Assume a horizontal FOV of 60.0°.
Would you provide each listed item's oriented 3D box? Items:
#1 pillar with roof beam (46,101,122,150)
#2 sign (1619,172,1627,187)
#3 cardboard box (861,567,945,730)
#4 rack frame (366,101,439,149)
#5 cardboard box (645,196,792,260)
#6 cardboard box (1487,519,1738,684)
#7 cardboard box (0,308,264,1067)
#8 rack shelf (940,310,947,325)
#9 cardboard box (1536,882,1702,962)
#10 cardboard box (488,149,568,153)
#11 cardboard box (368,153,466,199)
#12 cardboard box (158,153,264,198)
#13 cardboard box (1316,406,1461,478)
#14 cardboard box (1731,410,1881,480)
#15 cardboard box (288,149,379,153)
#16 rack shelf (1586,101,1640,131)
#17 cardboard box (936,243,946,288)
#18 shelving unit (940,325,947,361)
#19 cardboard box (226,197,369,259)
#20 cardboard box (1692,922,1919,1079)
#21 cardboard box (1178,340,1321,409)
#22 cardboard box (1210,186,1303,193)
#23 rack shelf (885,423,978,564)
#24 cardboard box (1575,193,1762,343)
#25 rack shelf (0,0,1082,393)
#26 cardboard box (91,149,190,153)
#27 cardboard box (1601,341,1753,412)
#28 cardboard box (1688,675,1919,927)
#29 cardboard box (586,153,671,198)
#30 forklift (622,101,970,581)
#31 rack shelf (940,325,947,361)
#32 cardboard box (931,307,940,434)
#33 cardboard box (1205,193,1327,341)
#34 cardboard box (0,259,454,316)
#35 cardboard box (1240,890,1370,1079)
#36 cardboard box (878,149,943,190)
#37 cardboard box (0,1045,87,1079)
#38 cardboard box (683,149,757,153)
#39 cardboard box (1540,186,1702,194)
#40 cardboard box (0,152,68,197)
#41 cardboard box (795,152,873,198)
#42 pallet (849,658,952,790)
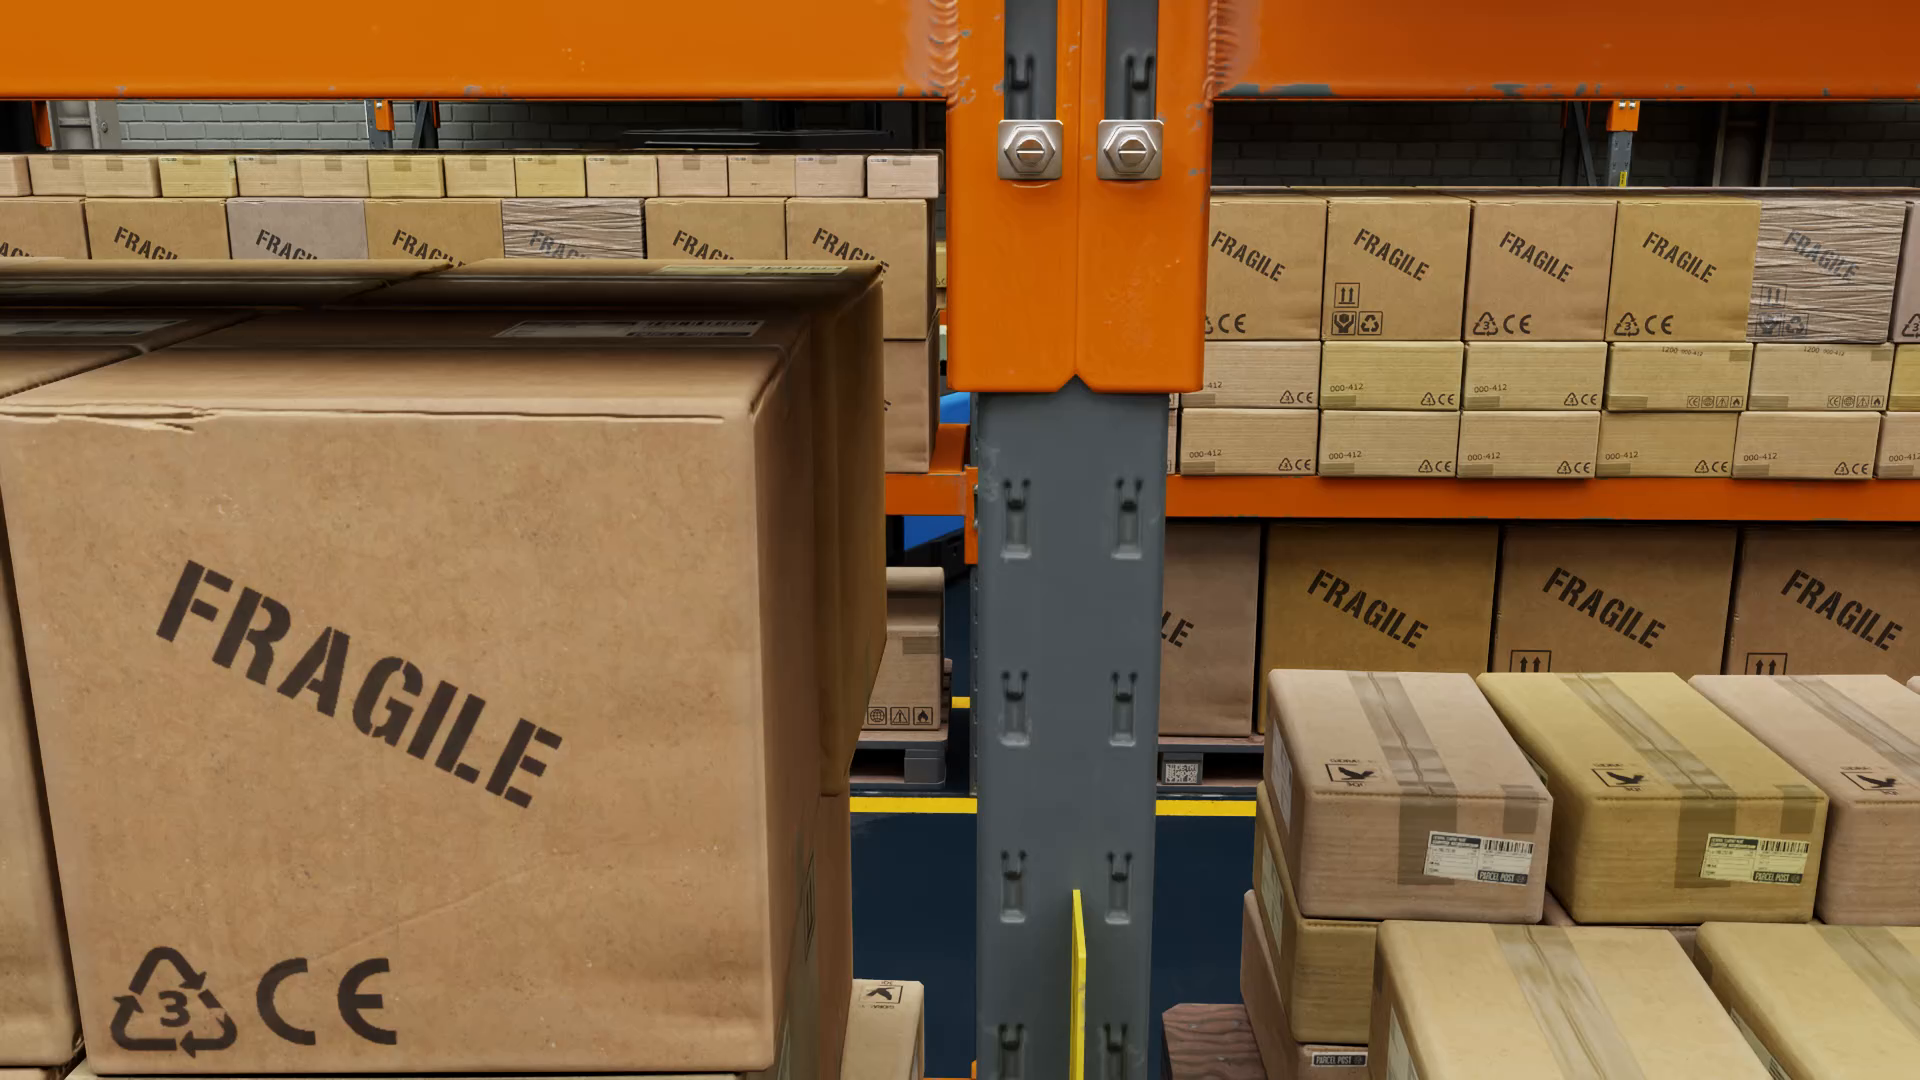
[{"bbox_3d":[-6.545,-3.908,7.513,0.400,9.000,9.100,0,15,1],"label":"pillar with roof beam"},{"bbox_3d":[4.231,-2.189,10.642,0.005,0.325,0.100,0,15,1],"label":"sign"},{"bbox_3d":[-0.512,0.438,6.997,0.875,0.438,0.875,0,15,1],"label":"cardboard box"},{"bbox_3d":[-3.762,-1.858,11.502,0.127,3.000,1.000,0,15,1],"label":"rack frame"},{"bbox_3d":[-0.872,-1.036,6.230,0.500,0.500,0.500,0,15,1],"label":"cardboard box"},{"bbox_3d":[2.532,0.252,6.847,0.875,0.875,0.875,1,15,2],"label":"cardboard box"},{"bbox_3d":[-0.906,0.085,1.397,0.500,0.500,0.500,0,15,0],"label":"cardboard box"},{"bbox_3d":[-1.763,-1.497,11.544,4.000,0.370,1.077,0,15,1],"label":"rack shelf"},{"bbox_3d":[0.754,0.425,1.934,0.250,0.149,0.380,0,15,2],"label":"cardboard box"},{"bbox_3d":[-1.718,-1.494,6.696,0.250,0.149,0.380,0,15,2],"label":"cardboard box"},{"bbox_3d":[-1.988,-1.344,6.125,0.250,0.149,0.380,0,15,0],"label":"cardboard box"},{"bbox_3d":[-2.753,-1.353,6.160,0.250,0.149,0.380,0,15,0],"label":"cardboard box"},{"bbox_3d":[1.576,-0.413,6.319,0.500,0.250,0.500,0,15,1],"label":"cardboard box"},{"bbox_3d":[3.089,-0.404,6.284,0.500,0.250,0.500,1,15,2],"label":"cardboard box"},{"bbox_3d":[-2.497,-1.478,6.636,0.250,0.149,0.380,0,15,1],"label":"cardboard box"},{"bbox_3d":[6.234,-2.895,10.964,4.000,0.370,1.077,0,15,1],"label":"rack shelf"},{"bbox_3d":[-0.279,-1.844,11.161,0.500,0.250,0.500,1,15,3],"label":"cardboard box"},{"bbox_3d":[0.078,-0.741,10.209,0.755,1.500,0.431,2,15,6],"label":"shelving unit"},{"bbox_3d":[-2.381,-1.045,6.265,0.500,0.500,0.500,0,15,1],"label":"cardboard box"},{"bbox_3d":[0.749,0.448,1.265,0.250,0.149,0.380,1,15,3],"label":"cardboard box"},{"bbox_3d":[1.068,-0.664,6.291,0.500,0.250,0.500,1,15,2],"label":"cardboard box"},{"bbox_3d":[1.084,-1.157,6.691,0.500,0.500,0.500,1,15,3],"label":"cardboard box"},{"bbox_3d":[-1.886,-0.231,6.746,4.000,0.370,1.077,0,15,1],"label":"rack shelf"},{"bbox_3d":[2.579,-1.014,6.149,0.500,0.500,0.500,0,15,1],"label":"cardboard box"},{"bbox_3d":[-1.911,-0.418,1.576,4.000,0.370,1.077,0,15,1],"label":"rack shelf"},{"bbox_3d":[-3.267,-1.491,6.682,0.250,0.149,0.380,1,15,2],"label":"cardboard box"},{"bbox_3d":[2.596,-0.648,6.230,0.500,0.250,0.500,0,15,0],"label":"cardboard box"},{"bbox_3d":[1.021,0.284,1.885,0.250,0.149,0.380,0,15,0],"label":"cardboard box"},{"bbox_3d":[-1.217,-1.355,6.169,0.250,0.149,0.380,0,15,1],"label":"cardboard box"},{"bbox_3d":[-0.973,-1.030,8.497,1.130,2.935,3.031,9,17,31],"label":"forklift"},{"bbox_3d":[0.078,-1.118,10.109,0.720,0.370,0.431,2,15,6],"label":"rack shelf"},{"bbox_3d":[-0.349,-0.684,6.857,0.500,0.500,0.500,1,15,3],"label":"cardboard box"},{"bbox_3d":[1.055,-1.025,6.190,0.500,0.500,0.500,0,15,1],"label":"cardboard box"},{"bbox_3d":[-0.876,-0.043,1.884,0.500,0.500,0.500,0,15,0],"label":"cardboard box"},{"bbox_3d":[0.490,0.568,1.978,0.250,0.149,0.380,0,15,0],"label":"cardboard box"},{"bbox_3d":[-0.196,-1.480,6.640,0.250,0.149,0.380,0,15,1],"label":"cardboard box"},{"bbox_3d":[-0.922,0.570,1.520,0.500,0.500,0.500,0,15,0],"label":"cardboard box"},{"bbox_3d":[-0.956,-1.485,6.662,0.250,0.149,0.380,0,15,1],"label":"cardboard box"},{"bbox_3d":[2.612,-1.145,6.645,0.500,0.500,0.500,1,15,3],"label":"cardboard box"},{"bbox_3d":[-3.538,-1.364,6.204,0.250,0.149,0.380,1,15,3],"label":"cardboard box"},{"bbox_3d":[-0.464,-1.362,6.193,0.250,0.149,0.380,1,15,3],"label":"cardboard box"},{"bbox_3d":[-0.645,0.758,7.055,1.213,0.211,1.003,0,15,1],"label":"pallet"}]
